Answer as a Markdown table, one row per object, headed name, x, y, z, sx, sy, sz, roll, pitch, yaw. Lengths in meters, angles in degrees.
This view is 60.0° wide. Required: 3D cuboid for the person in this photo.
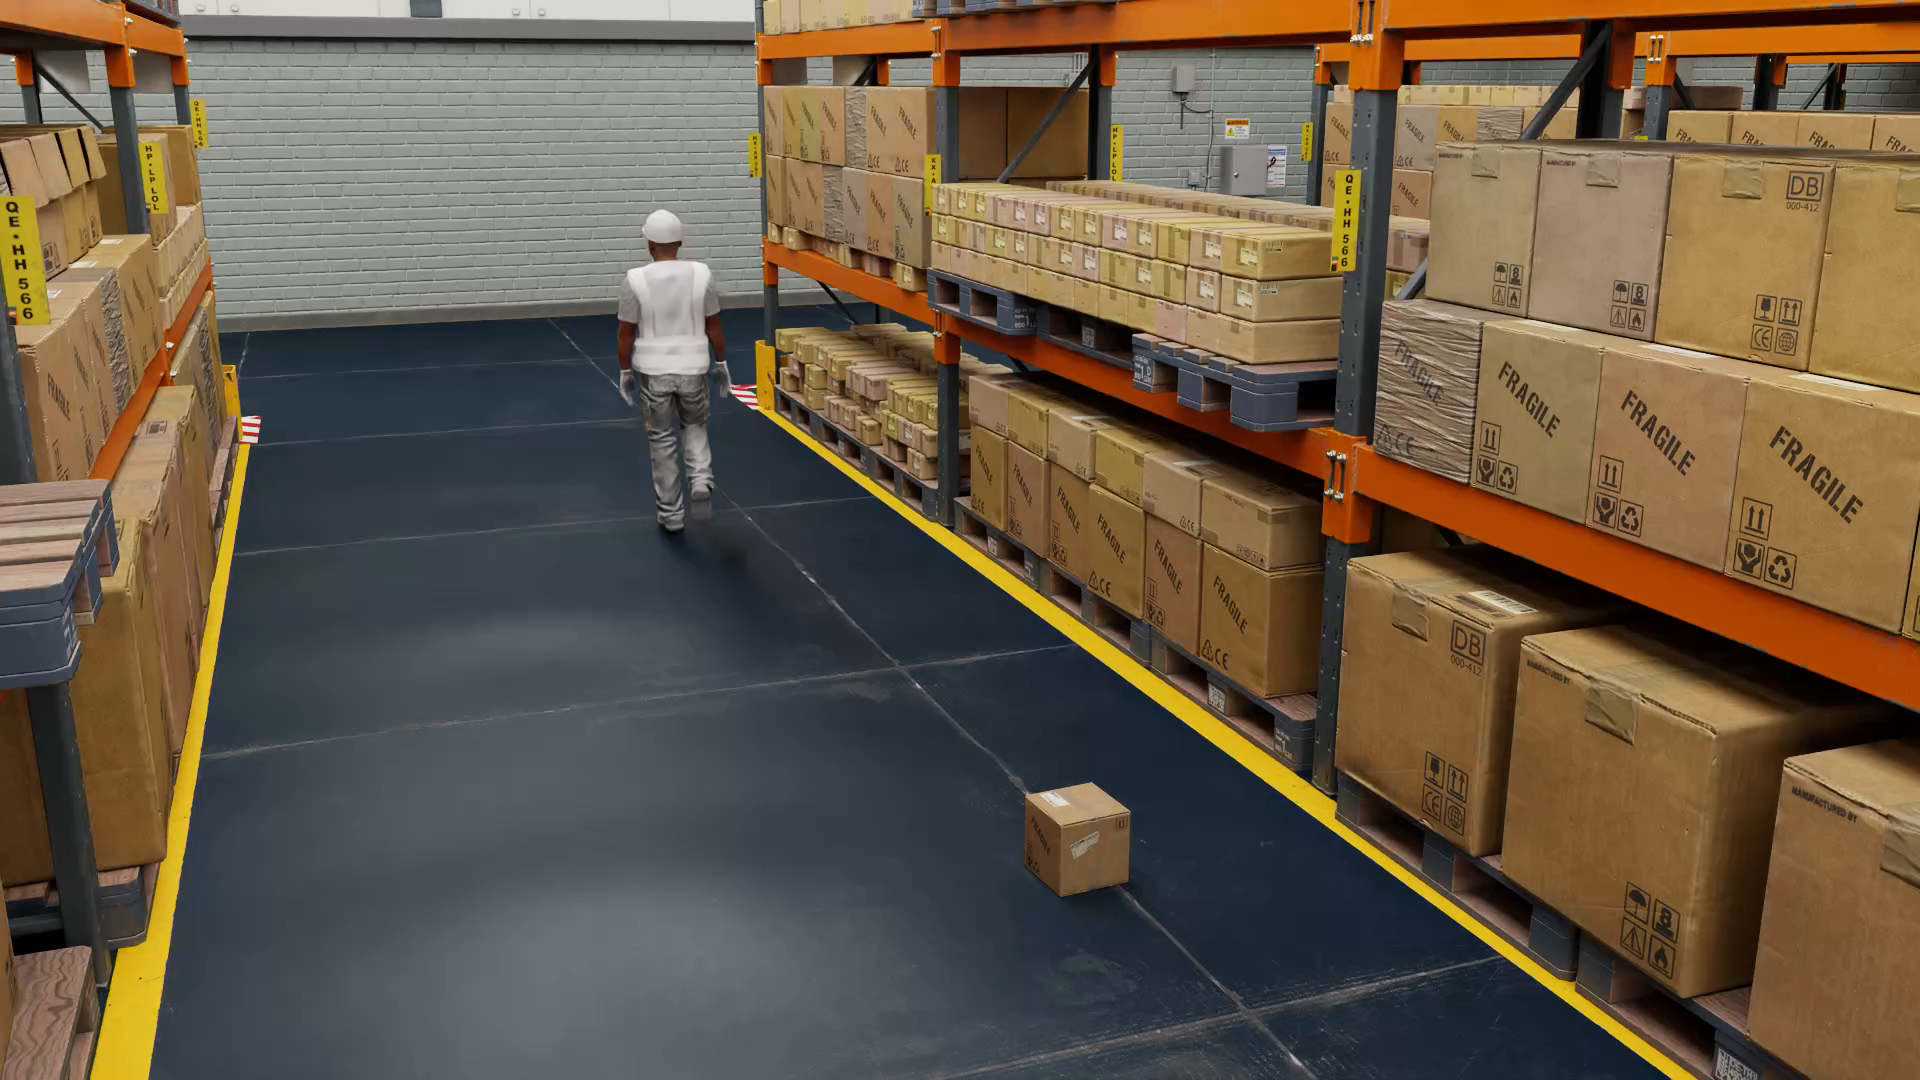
| name | x | y | z | sx | sy | sz | roll | pitch | yaw |
| --- | --- | --- | --- | --- | --- | --- | --- | --- | --- |
| person | -1.614 | -0.953 | 9.349 | 0.624 | 1.789 | 0.455 | -6 | 17 | -21 |
